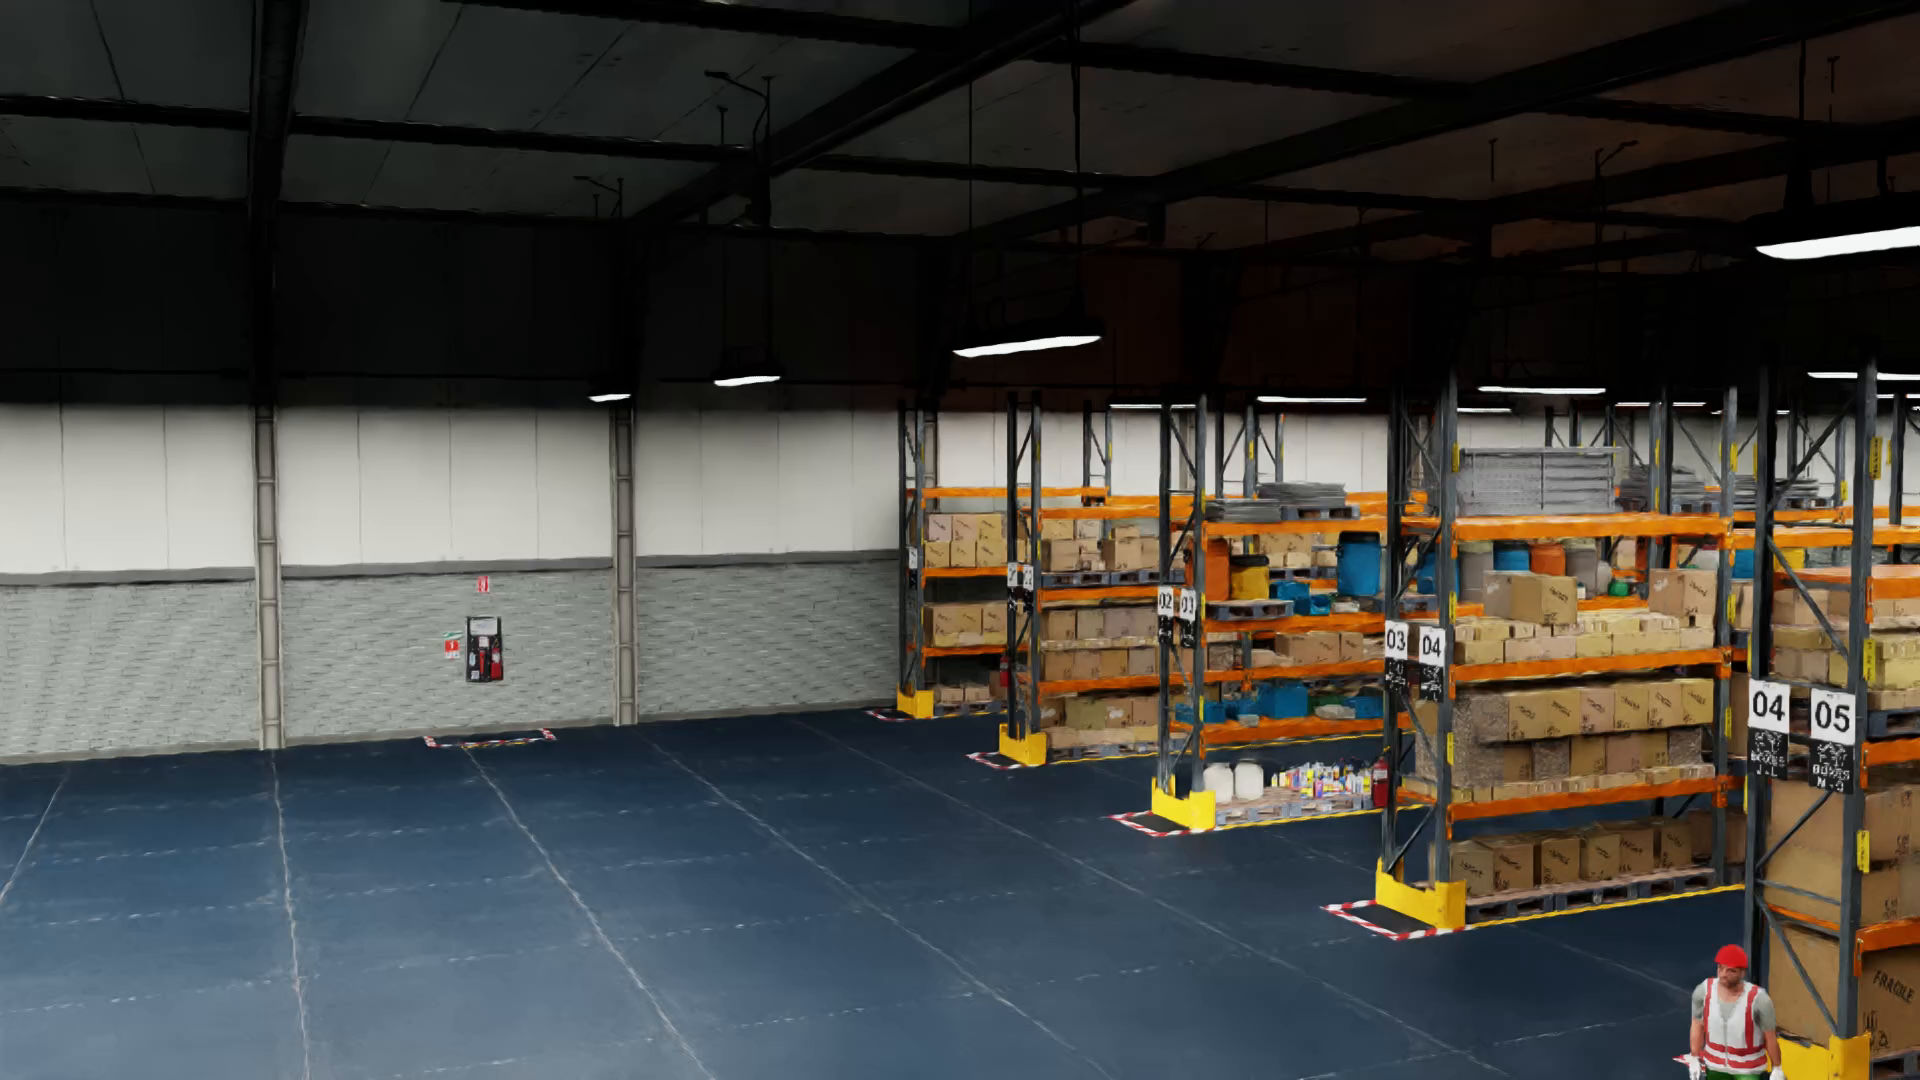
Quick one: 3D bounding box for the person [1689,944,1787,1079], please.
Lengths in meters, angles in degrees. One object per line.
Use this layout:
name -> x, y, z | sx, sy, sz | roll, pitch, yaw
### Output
person -> 5.308, 3.626, 11.421 | 0.593, 1.745, 0.966 | 3, 5, 44
